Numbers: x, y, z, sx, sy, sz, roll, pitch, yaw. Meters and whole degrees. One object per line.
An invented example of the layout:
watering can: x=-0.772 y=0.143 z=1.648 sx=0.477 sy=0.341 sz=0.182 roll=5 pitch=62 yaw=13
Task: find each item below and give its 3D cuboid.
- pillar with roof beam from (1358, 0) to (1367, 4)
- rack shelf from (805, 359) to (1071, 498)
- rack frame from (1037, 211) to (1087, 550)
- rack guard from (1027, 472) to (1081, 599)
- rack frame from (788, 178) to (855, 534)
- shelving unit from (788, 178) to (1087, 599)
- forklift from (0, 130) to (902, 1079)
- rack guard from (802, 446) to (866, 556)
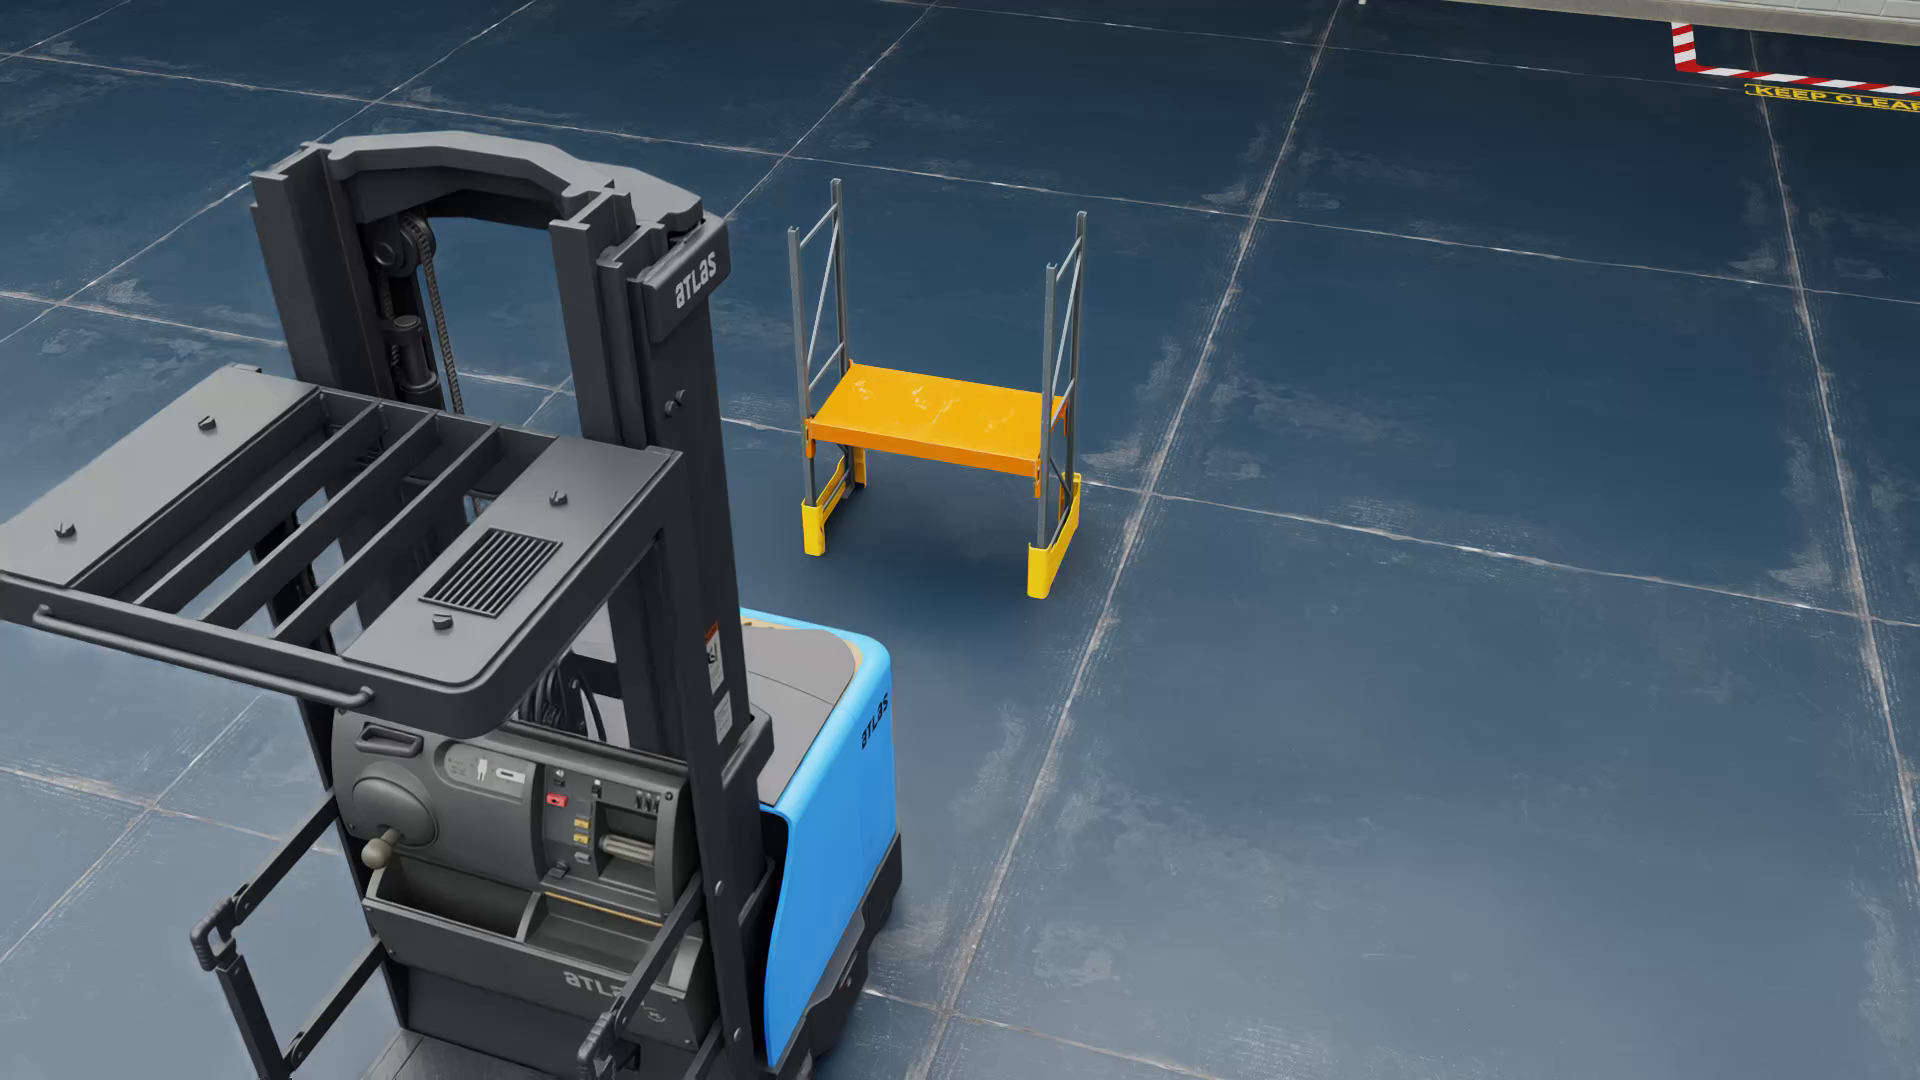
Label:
pillar with roof beam: x=1.719 y=-5.466 z=7.085 sx=0.400 sy=9.000 sz=9.100 roll=10 pitch=38 yaw=14
rack shelf: x=-0.081 y=-0.474 z=6.933 sx=1.000 sy=0.185 sz=0.538 roll=10 pitch=38 yaw=14
rack frame: x=0.404 y=-0.529 z=6.704 sx=0.032 sy=1.500 sz=0.500 roll=10 pitch=38 yaw=14
rack guard: x=0.403 y=-0.026 z=7.075 sx=0.087 sy=0.250 sz=0.587 roll=10 pitch=38 yaw=14
rack frame: x=-0.567 y=-0.709 z=6.948 sx=0.032 sy=1.500 sz=0.500 roll=10 pitch=38 yaw=14
shelving unit: x=-0.073 y=-0.618 z=6.824 sx=1.083 sy=1.500 sz=0.587 roll=10 pitch=38 yaw=14
forklift: x=-1.158 y=0.718 z=3.802 sx=1.130 sy=2.935 sz=3.031 roll=12 pitch=38 yaw=15
rack guard: x=-0.548 y=-0.202 z=7.314 sx=0.087 sy=0.250 sz=0.587 roll=10 pitch=38 yaw=14
